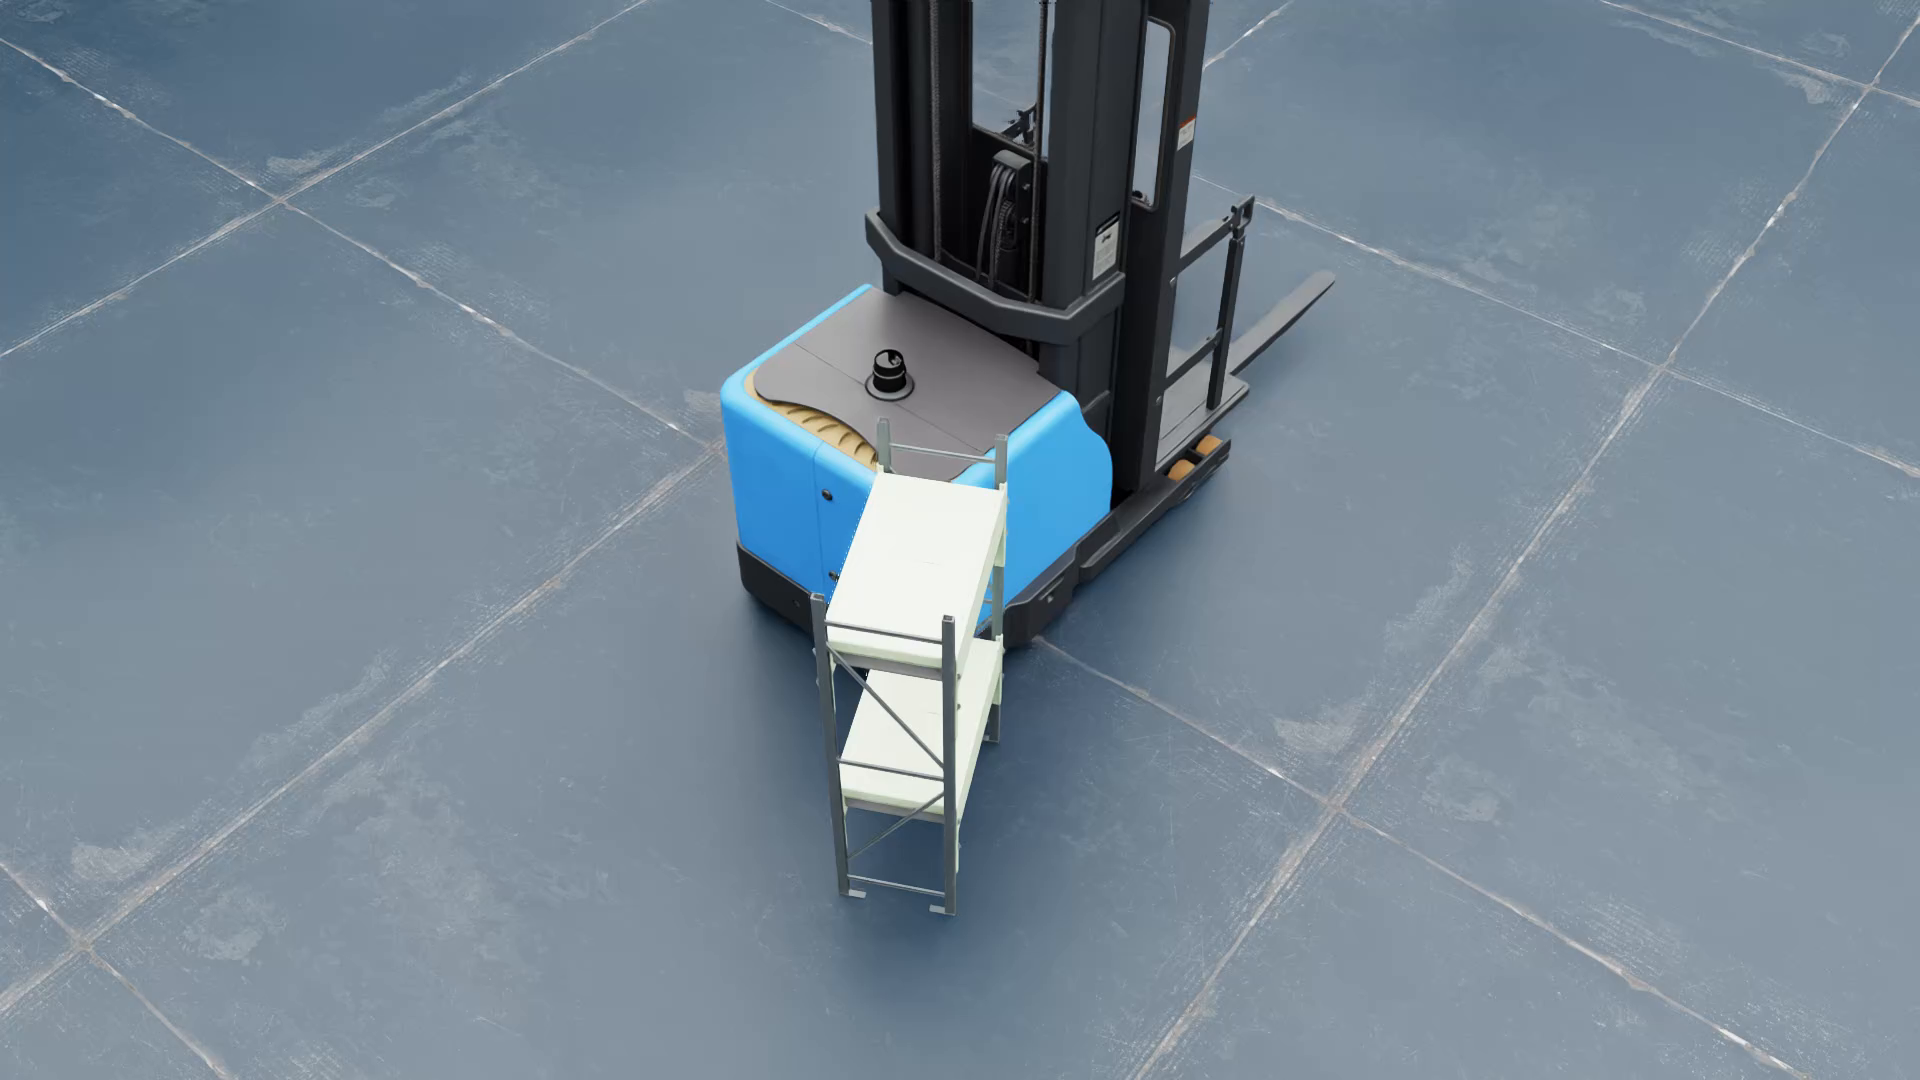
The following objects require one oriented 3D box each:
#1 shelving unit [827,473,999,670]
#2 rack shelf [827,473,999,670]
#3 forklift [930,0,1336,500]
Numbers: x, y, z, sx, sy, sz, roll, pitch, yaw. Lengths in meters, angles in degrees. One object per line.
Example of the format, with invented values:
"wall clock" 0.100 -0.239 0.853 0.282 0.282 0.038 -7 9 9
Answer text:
"shelving unit" -0.132 0.080 4.912 0.368 0.052 0.686 9 47 8
"rack shelf" -0.132 0.080 4.912 0.368 0.052 0.686 9 47 8
"forklift" 0.766 -1.562 6.353 1.118 2.733 2.170 32 54 27
